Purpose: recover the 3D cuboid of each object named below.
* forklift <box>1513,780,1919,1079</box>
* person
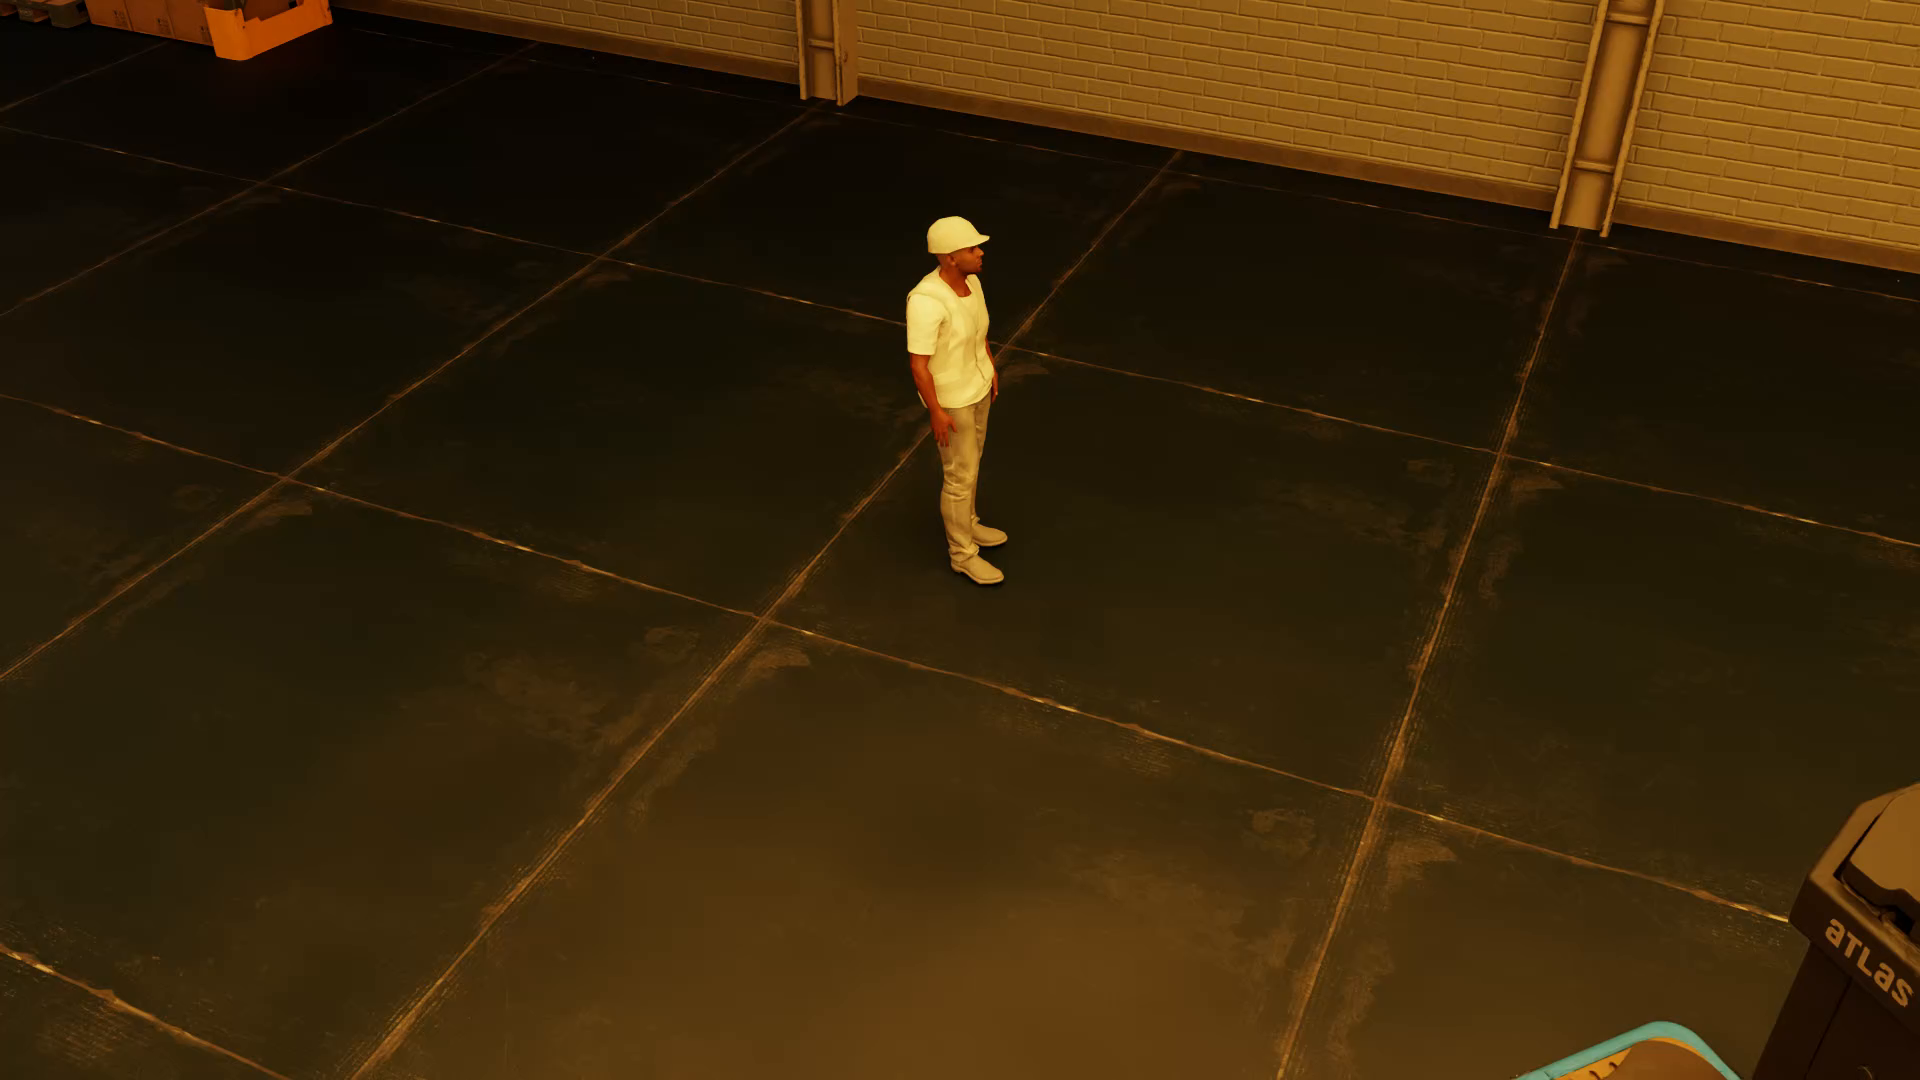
[{"bbox_3d":[2.228,1.955,3.345,1.130,2.935,3.031,-14,38,-19],"label":"forklift"},{"bbox_3d":[0.060,-0.705,8.066,0.577,1.765,0.665,15,38,20],"label":"person"}]
